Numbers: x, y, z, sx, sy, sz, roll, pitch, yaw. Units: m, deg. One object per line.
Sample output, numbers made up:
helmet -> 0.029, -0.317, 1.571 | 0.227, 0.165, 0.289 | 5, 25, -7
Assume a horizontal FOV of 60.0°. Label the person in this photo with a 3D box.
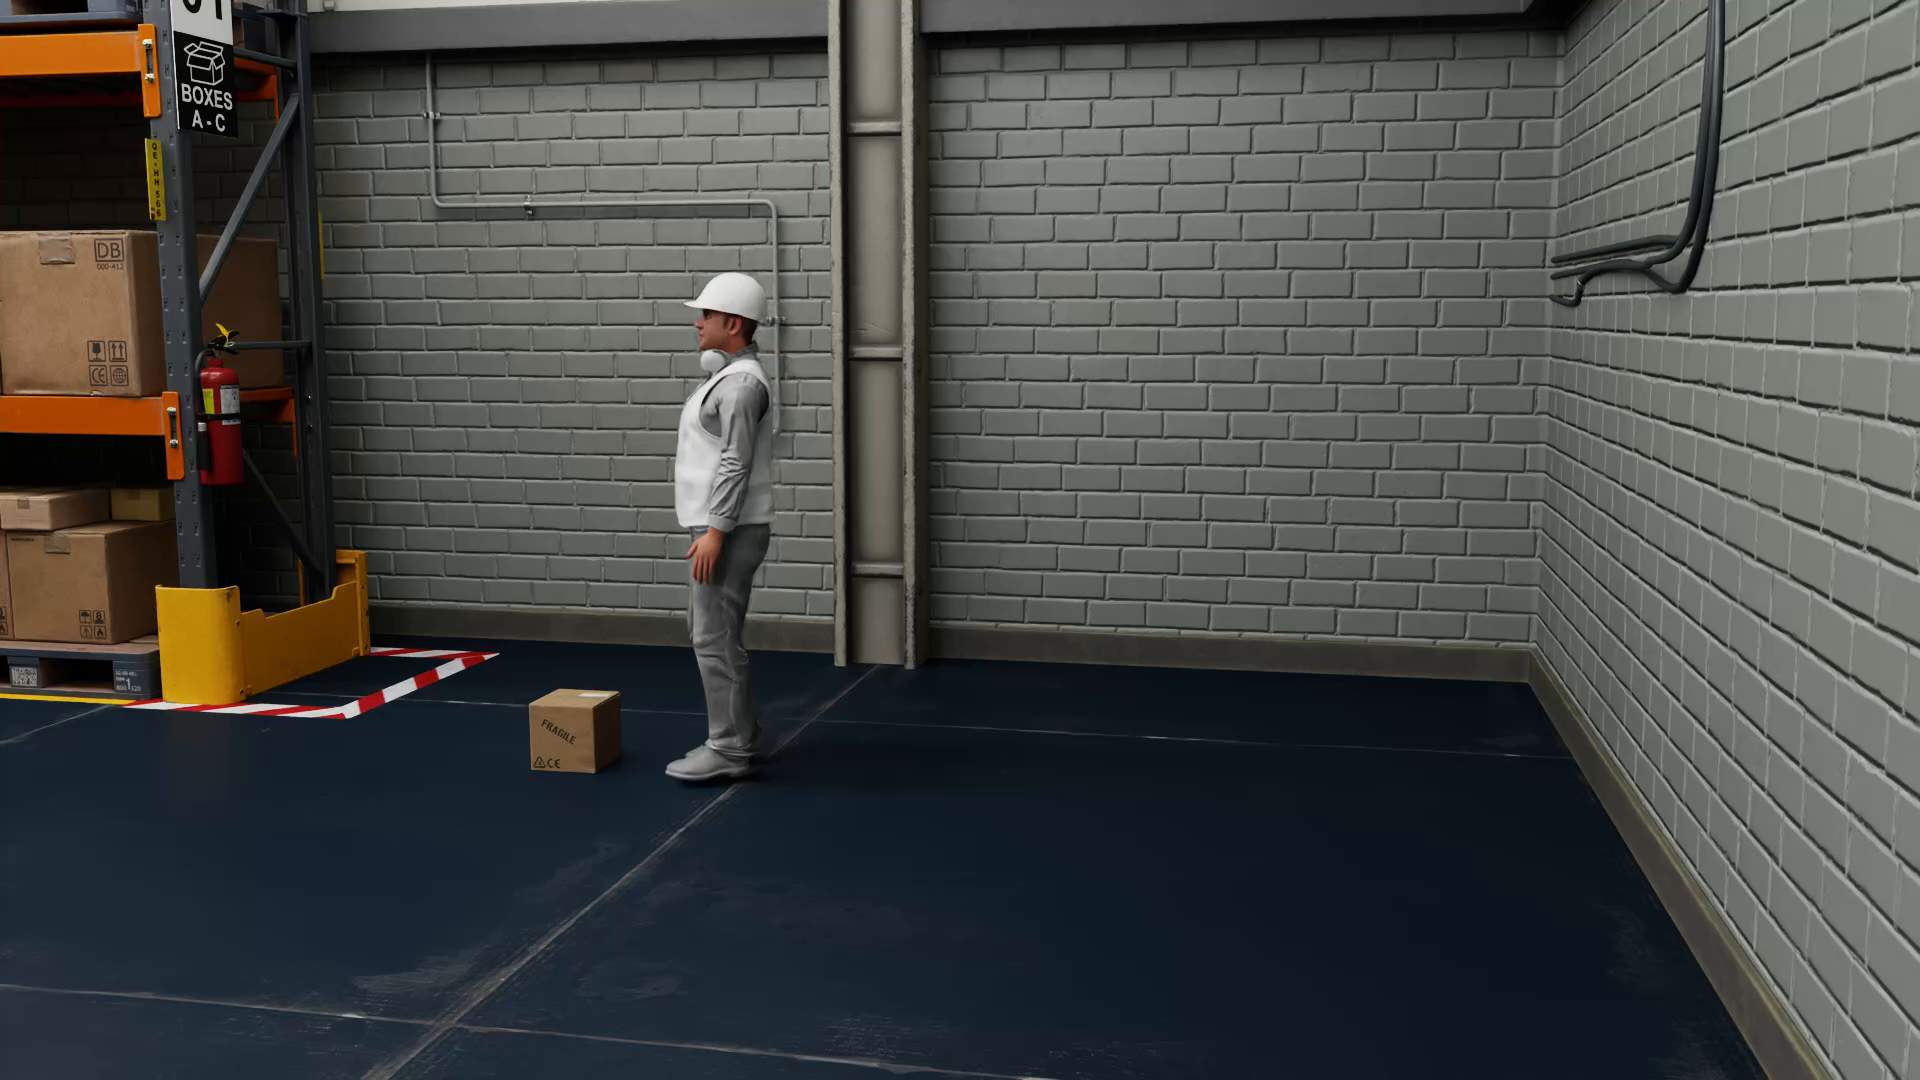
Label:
person -> -0.874, -0.034, 5.905 | 0.408, 1.806, 0.571 | -1, 8, -9
